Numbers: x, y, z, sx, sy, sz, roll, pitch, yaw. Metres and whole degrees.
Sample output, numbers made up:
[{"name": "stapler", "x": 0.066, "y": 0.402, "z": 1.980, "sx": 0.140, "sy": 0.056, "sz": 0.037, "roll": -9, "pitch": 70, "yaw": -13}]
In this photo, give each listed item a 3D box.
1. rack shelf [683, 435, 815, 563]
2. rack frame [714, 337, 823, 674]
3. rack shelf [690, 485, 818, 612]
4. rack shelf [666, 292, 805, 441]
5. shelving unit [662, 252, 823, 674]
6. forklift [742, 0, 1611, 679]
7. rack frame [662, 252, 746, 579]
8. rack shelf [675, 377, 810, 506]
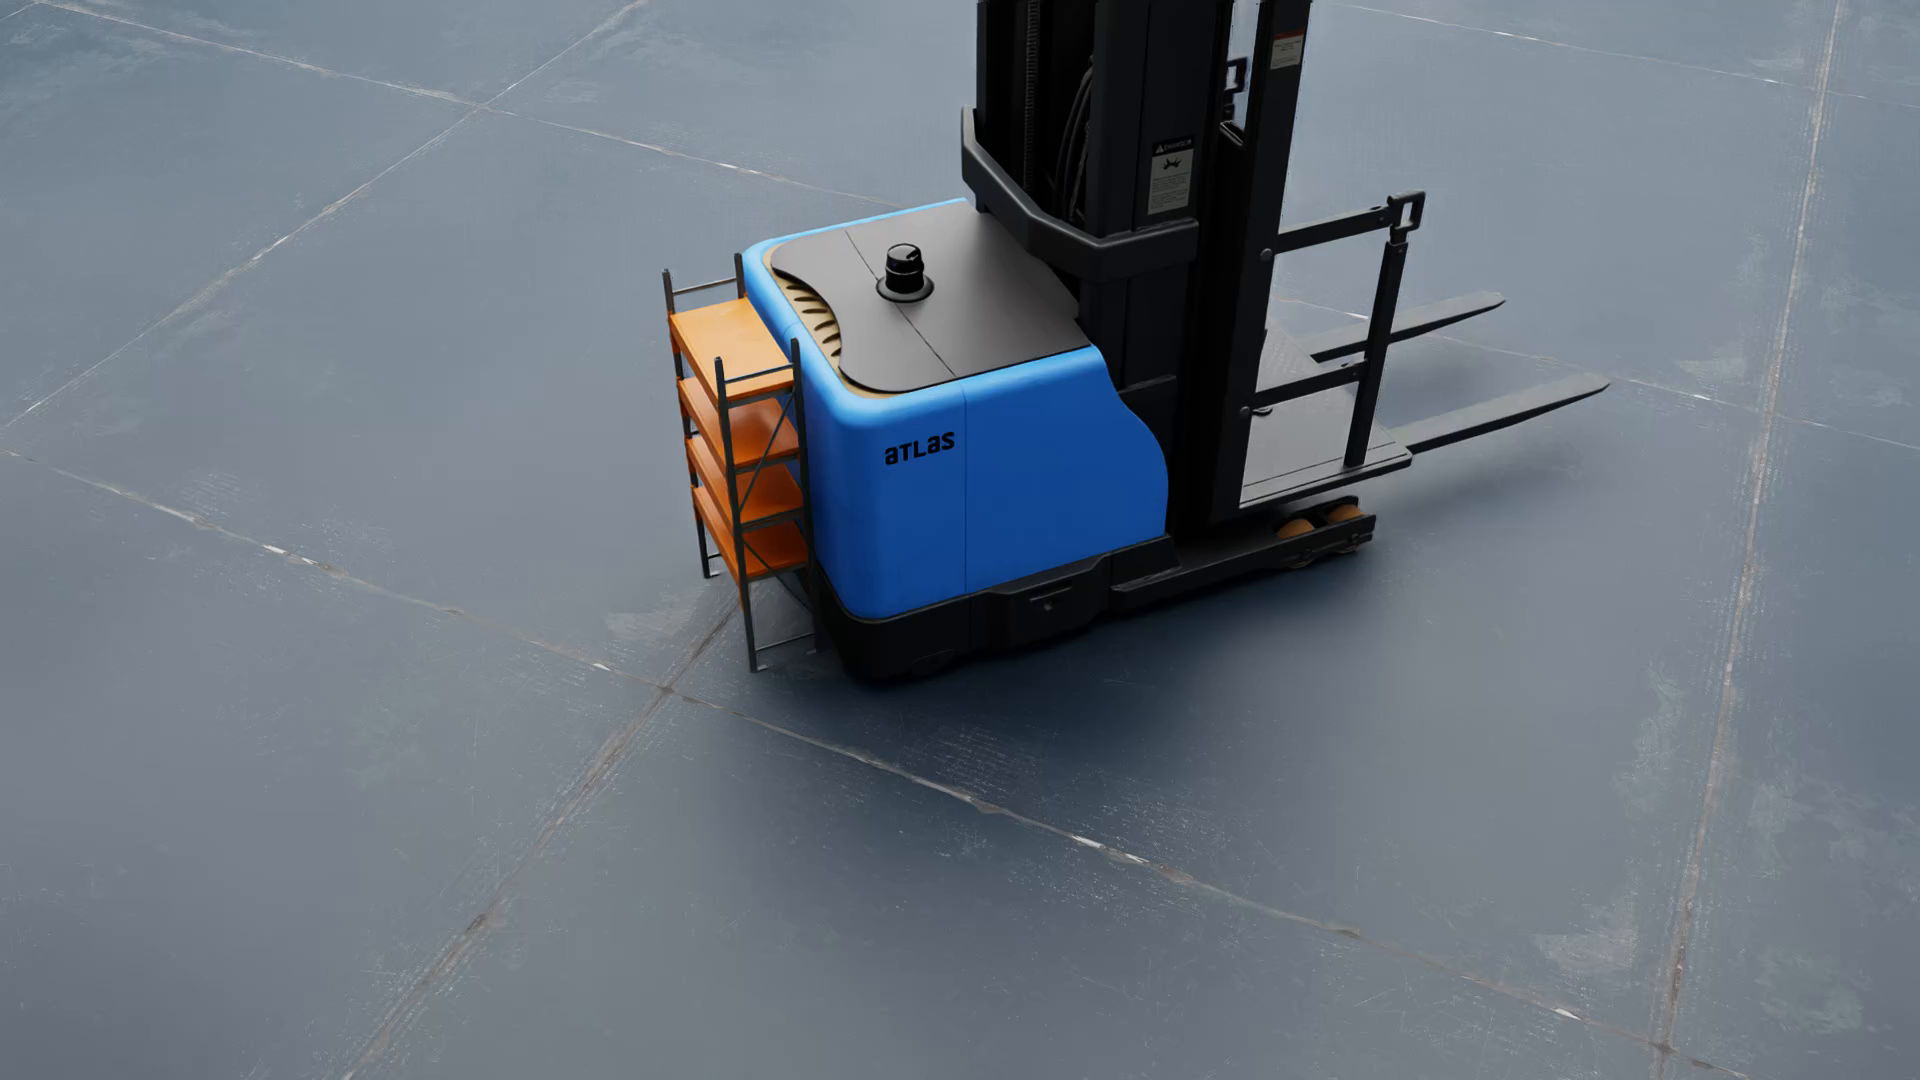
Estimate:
[{"name": "rack shelf", "x": -0.653, "y": -0.162, "z": 5.123, "sx": 0.258, "sy": 0.148, "sz": 0.480, "roll": -16, "pitch": 44, "yaw": -18}, {"name": "rack frame", "x": -0.553, "y": -0.067, "z": 4.911, "sx": 0.240, "sy": 1.200, "sz": 0.015, "roll": -16, "pitch": 44, "yaw": -18}, {"name": "rack shelf", "x": -0.653, "y": -0.012, "z": 5.253, "sx": 0.258, "sy": 0.148, "sz": 0.480, "roll": -16, "pitch": 44, "yaw": -18}, {"name": "rack shelf", "x": -0.653, "y": -0.510, "z": 4.822, "sx": 0.258, "sy": 0.148, "sz": 0.480, "roll": -16, "pitch": 44, "yaw": -18}, {"name": "shelving unit", "x": -0.653, "y": -0.213, "z": 5.079, "sx": 0.258, "sy": 1.200, "sz": 0.503, "roll": -16, "pitch": 44, "yaw": -18}, {"name": "forklift", "x": 0.859, "y": -1.314, "z": 5.028, "sx": 3.031, "sy": 2.935, "sz": 1.130, "roll": -16, "pitch": 43, "yaw": -18}, {"name": "rack frame", "x": -0.753, "y": -0.358, "z": 5.247, "sx": 0.240, "sy": 1.200, "sz": 0.015, "roll": -16, "pitch": 44, "yaw": -18}, {"name": "rack shelf", "x": -0.653, "y": -0.331, "z": 4.977, "sx": 0.258, "sy": 0.148, "sz": 0.480, "roll": -16, "pitch": 44, "yaw": -18}]
